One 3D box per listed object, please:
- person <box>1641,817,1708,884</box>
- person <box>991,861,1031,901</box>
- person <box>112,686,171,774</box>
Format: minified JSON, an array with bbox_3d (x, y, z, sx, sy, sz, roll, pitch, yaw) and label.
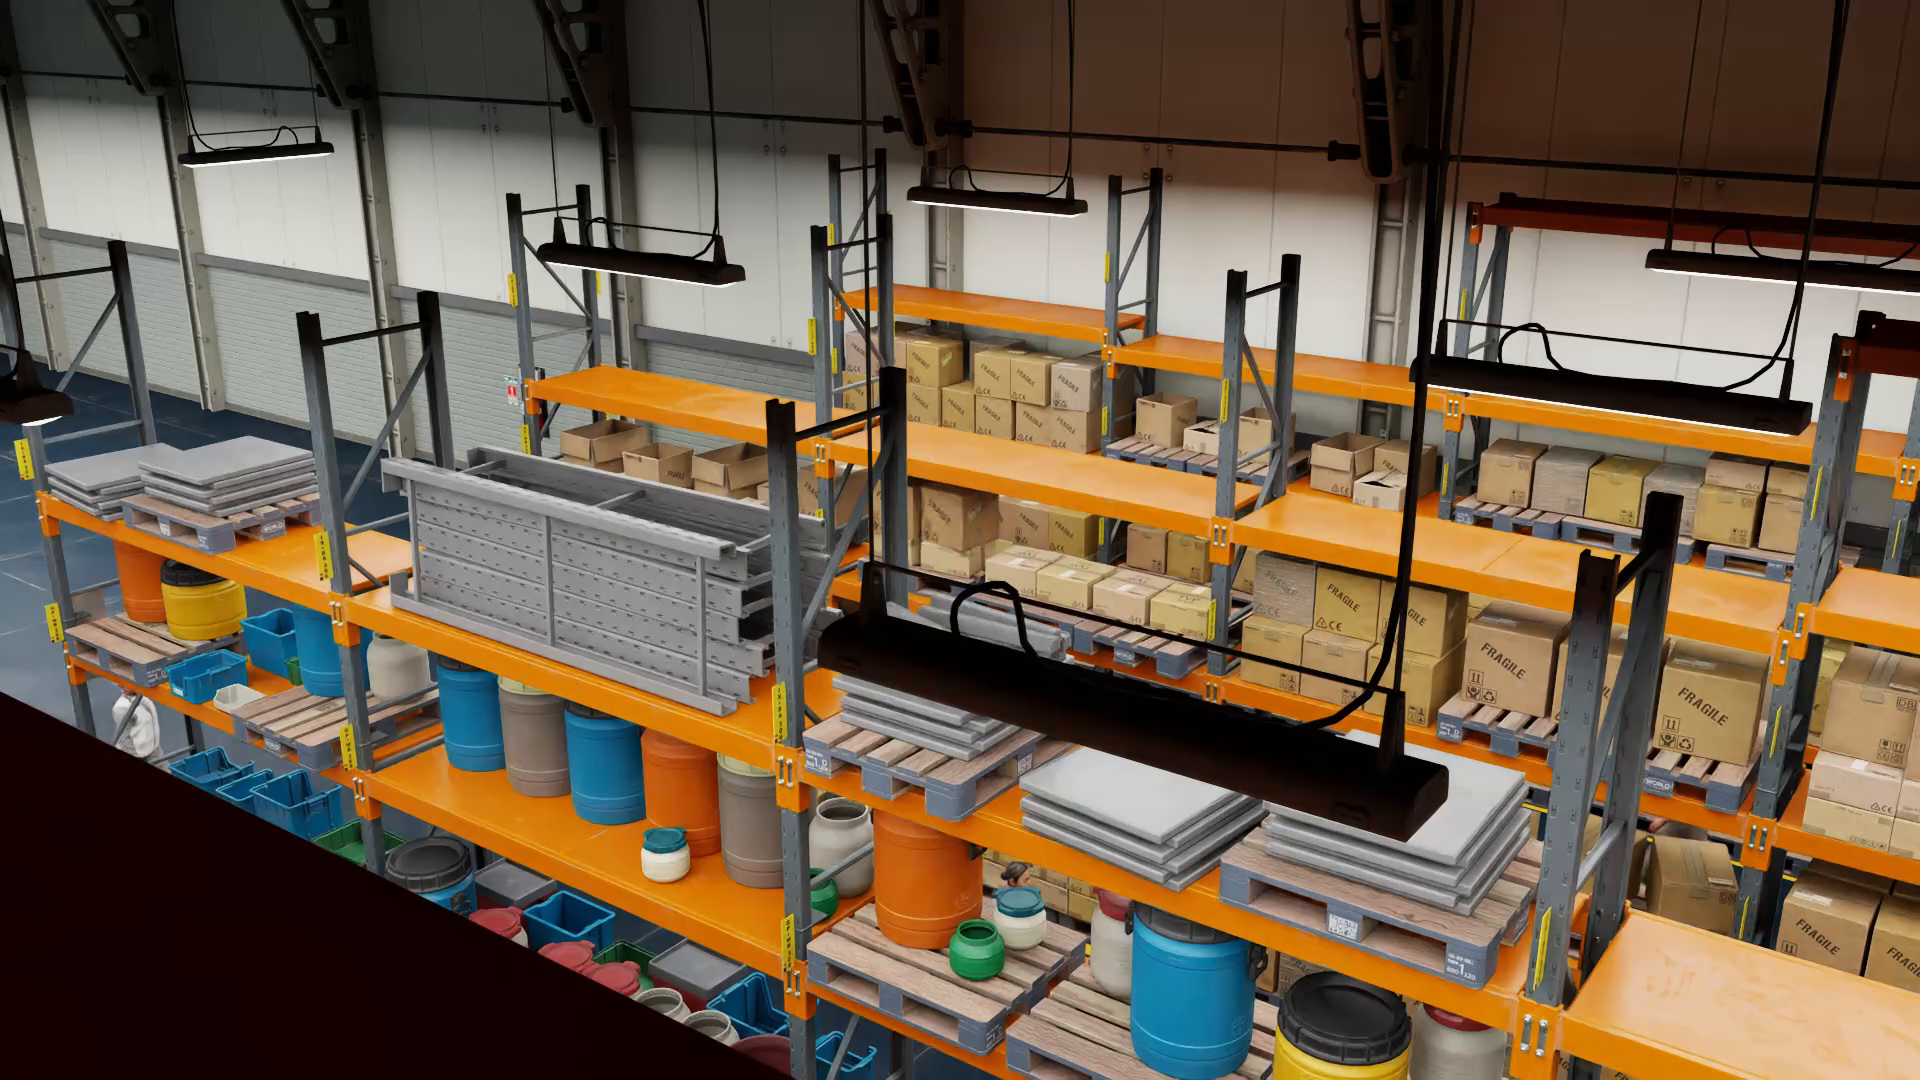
[{"bbox_3d":[6.454,2.484,14.979,1.045,1.658,0.596,9,21,26],"label":"person"},{"bbox_3d":[0.365,3.220,12.911,0.464,1.646,0.526,15,23,37],"label":"person"},{"bbox_3d":[-8.049,2.091,16.232,0.586,1.754,0.558,2,19,5],"label":"person"}]
